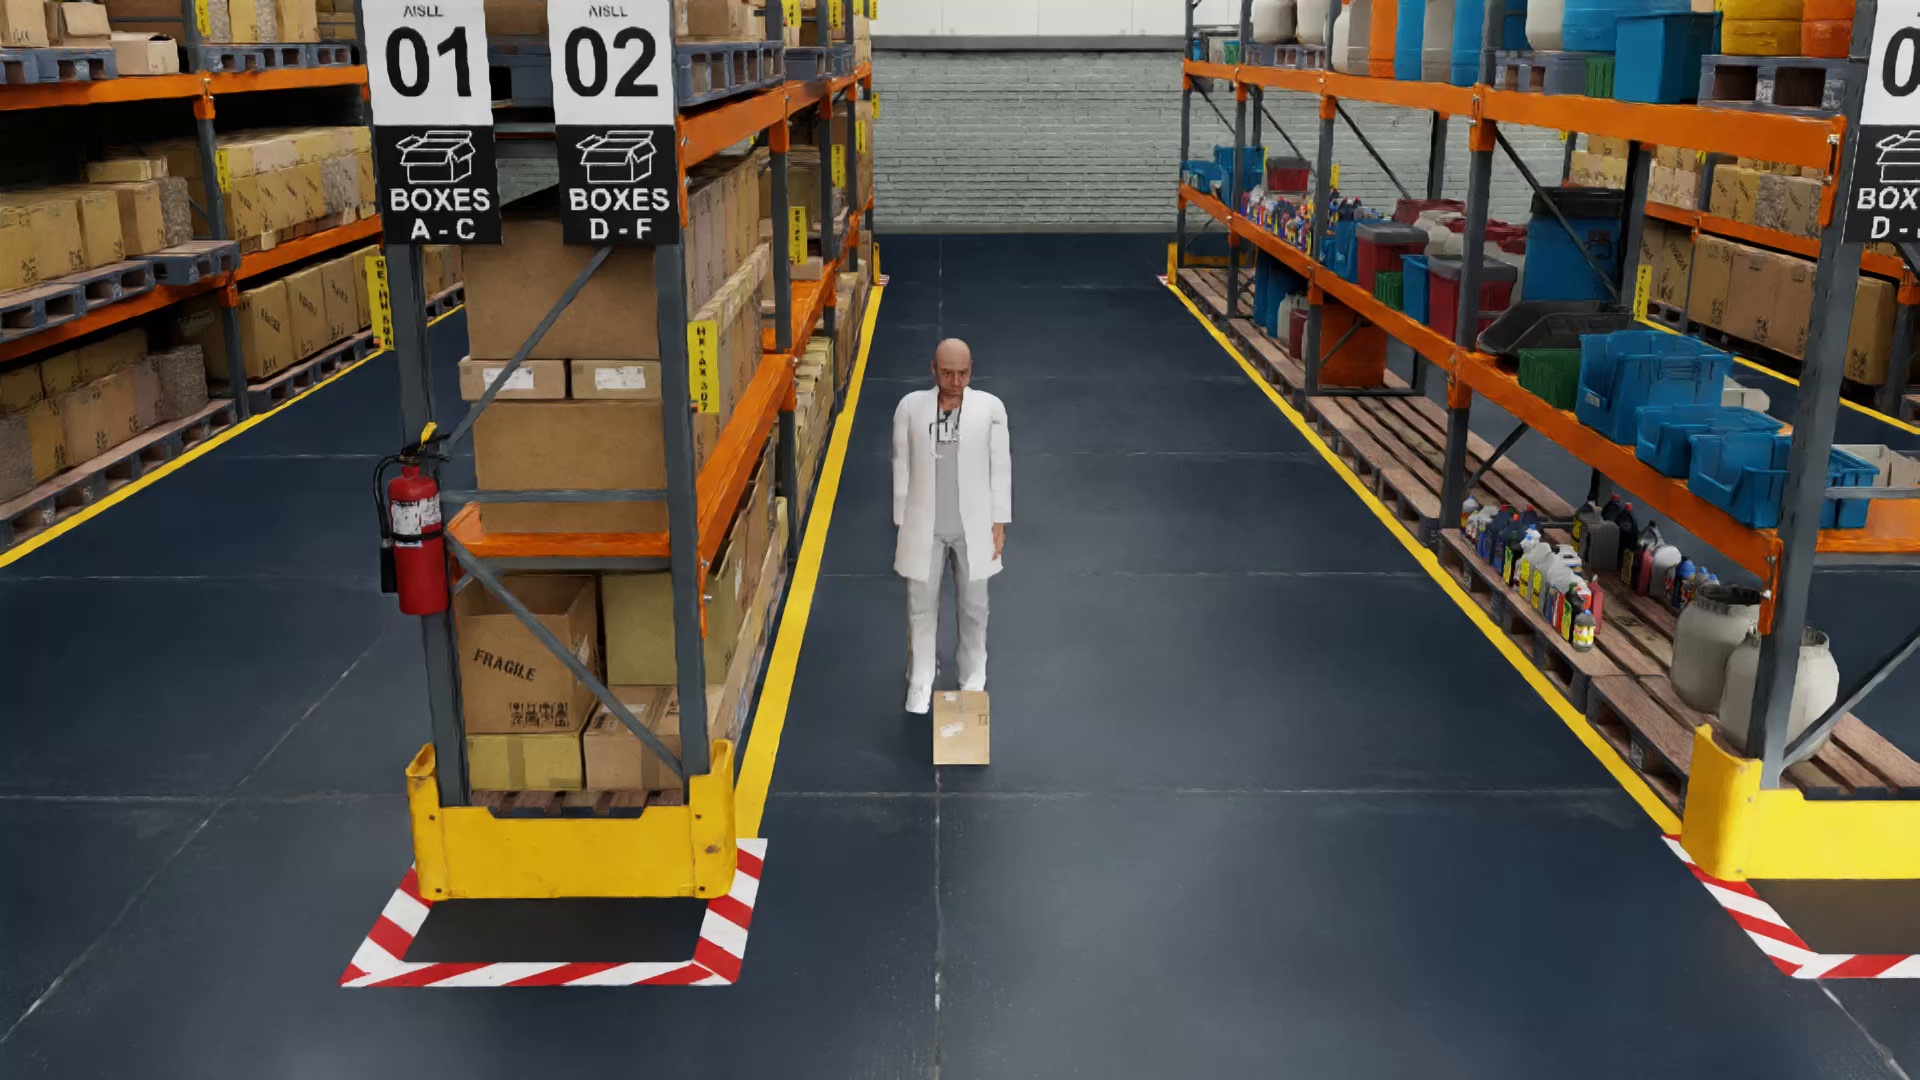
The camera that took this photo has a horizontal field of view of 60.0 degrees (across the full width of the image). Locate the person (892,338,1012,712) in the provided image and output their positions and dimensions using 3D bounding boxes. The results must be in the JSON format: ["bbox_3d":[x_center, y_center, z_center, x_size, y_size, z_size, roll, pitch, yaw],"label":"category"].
[{"bbox_3d":[-0.037,0.032,7.818,0.562,1.574,0.376,0,17,0],"label":"person"}]
